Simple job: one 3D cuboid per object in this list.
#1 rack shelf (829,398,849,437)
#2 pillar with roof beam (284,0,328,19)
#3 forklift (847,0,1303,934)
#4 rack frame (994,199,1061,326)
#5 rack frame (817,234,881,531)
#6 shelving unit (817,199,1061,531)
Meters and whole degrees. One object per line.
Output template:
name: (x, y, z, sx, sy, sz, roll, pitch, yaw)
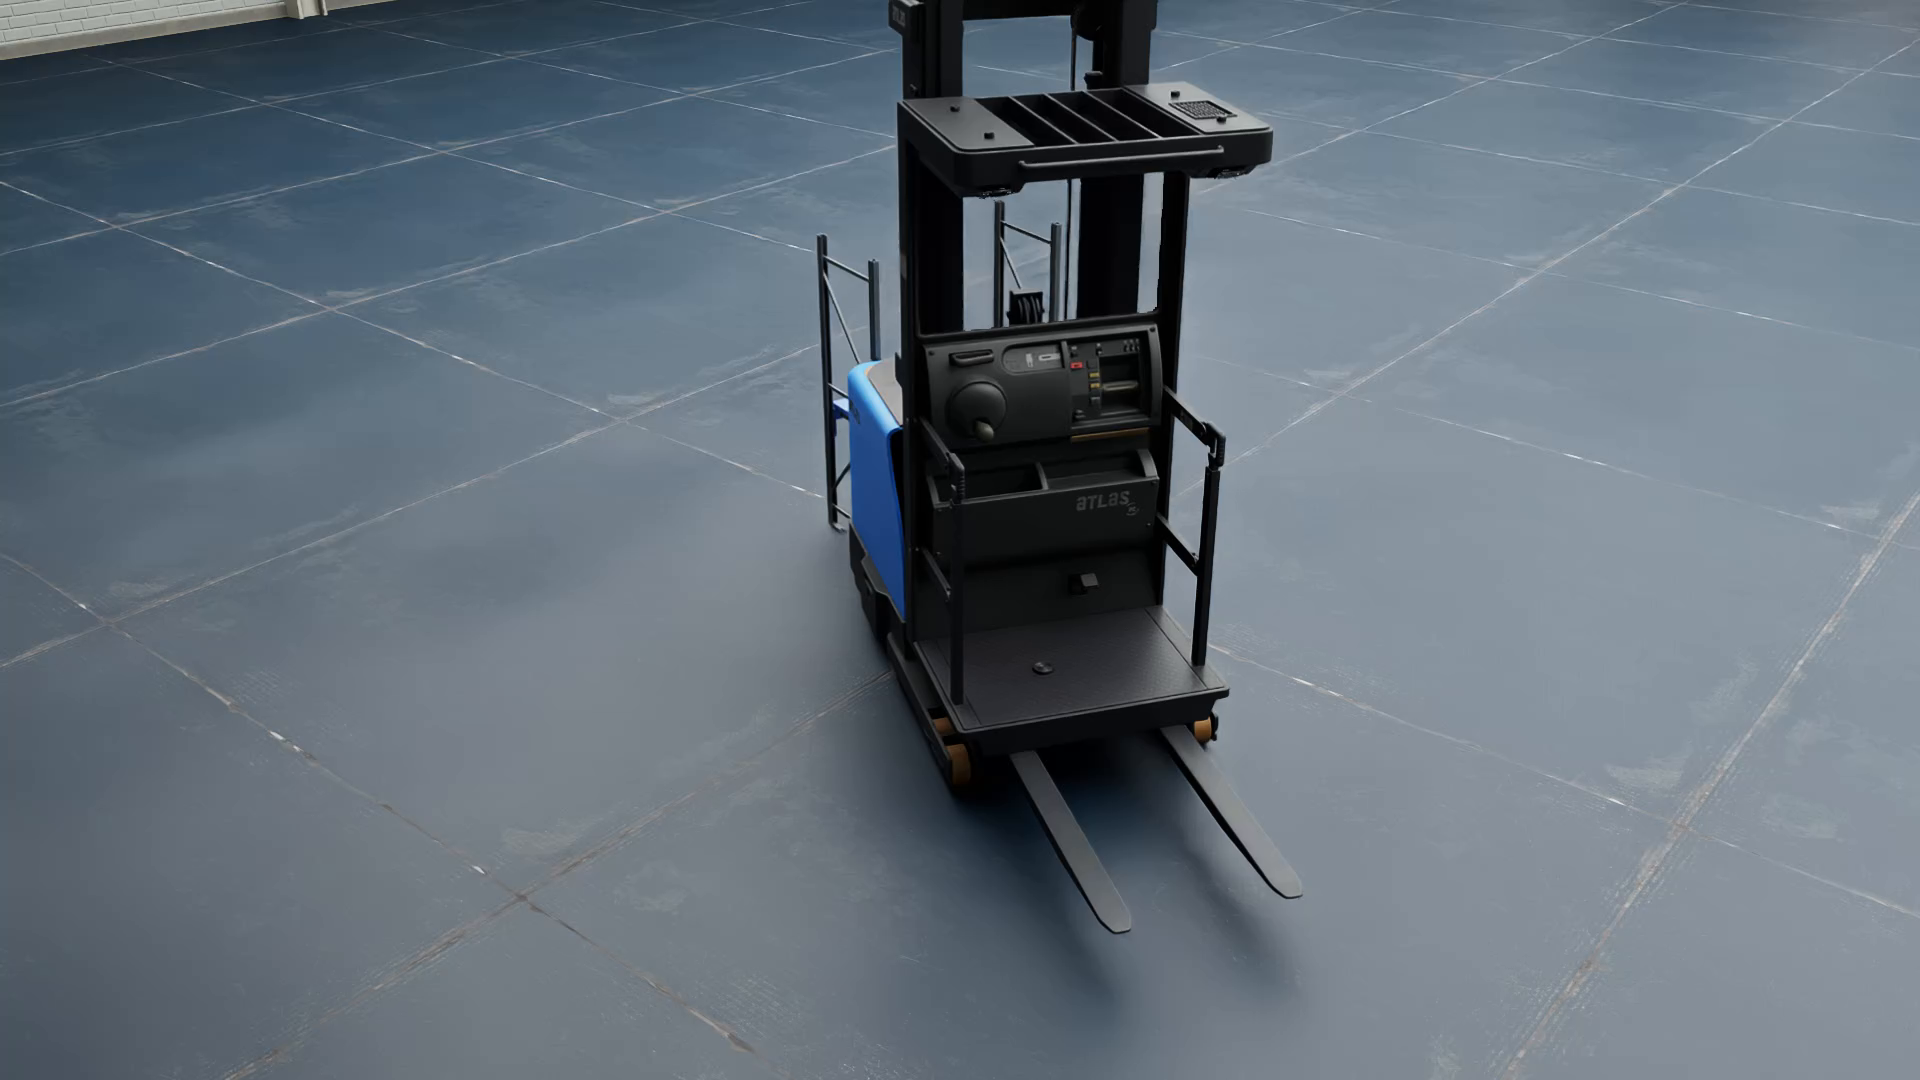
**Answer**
rack shelf: (-0.094, -0.635, 8.237, 1.000, 0.185, 0.538, -17, 32, -30)
pillar with roof beam: (-4.974, -9.405, 16.637, 9.100, 9.000, 0.400, 21, 34, 34)
forklift: (0.387, -0.554, 6.131, 1.130, 2.935, 3.031, -8, 28, -15)
rack frame: (0.326, -0.926, 8.409, 0.032, 1.500, 0.500, -17, 32, -30)
rack frame: (-0.514, -0.663, 7.899, 0.032, 1.500, 0.500, -17, 32, -30)
shelving unit: (-0.094, -0.795, 8.154, 1.048, 1.500, 0.538, -17, 32, -30)
